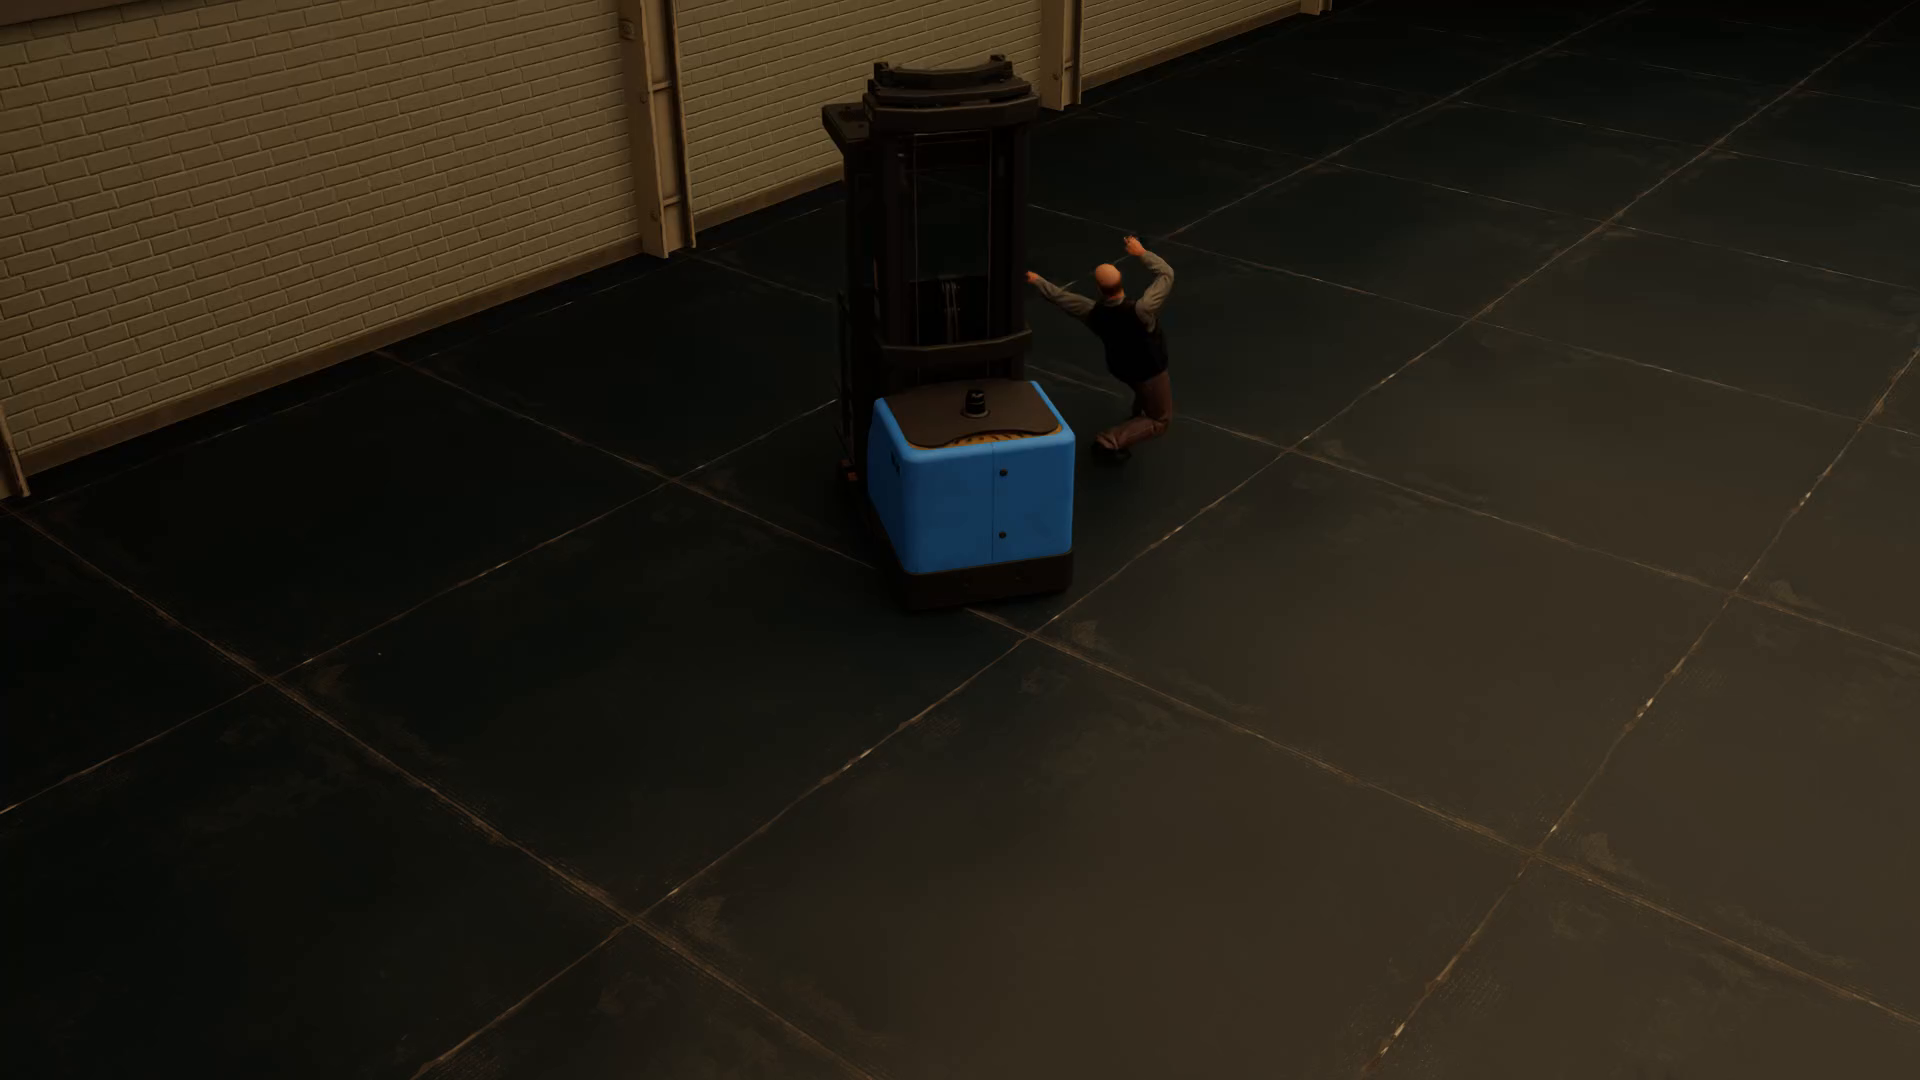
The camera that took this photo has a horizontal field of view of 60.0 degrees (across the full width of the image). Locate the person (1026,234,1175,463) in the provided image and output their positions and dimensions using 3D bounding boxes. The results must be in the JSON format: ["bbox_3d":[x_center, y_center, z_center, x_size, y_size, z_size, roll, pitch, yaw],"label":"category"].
[{"bbox_3d":[0.978,-1.358,11.342,0.739,1.546,1.064,-25,38,-36],"label":"person"}]

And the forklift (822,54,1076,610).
[{"bbox_3d":[-0.201,-1.590,10.316,1.130,2.935,3.031,-8,31,-13],"label":"forklift"}]
